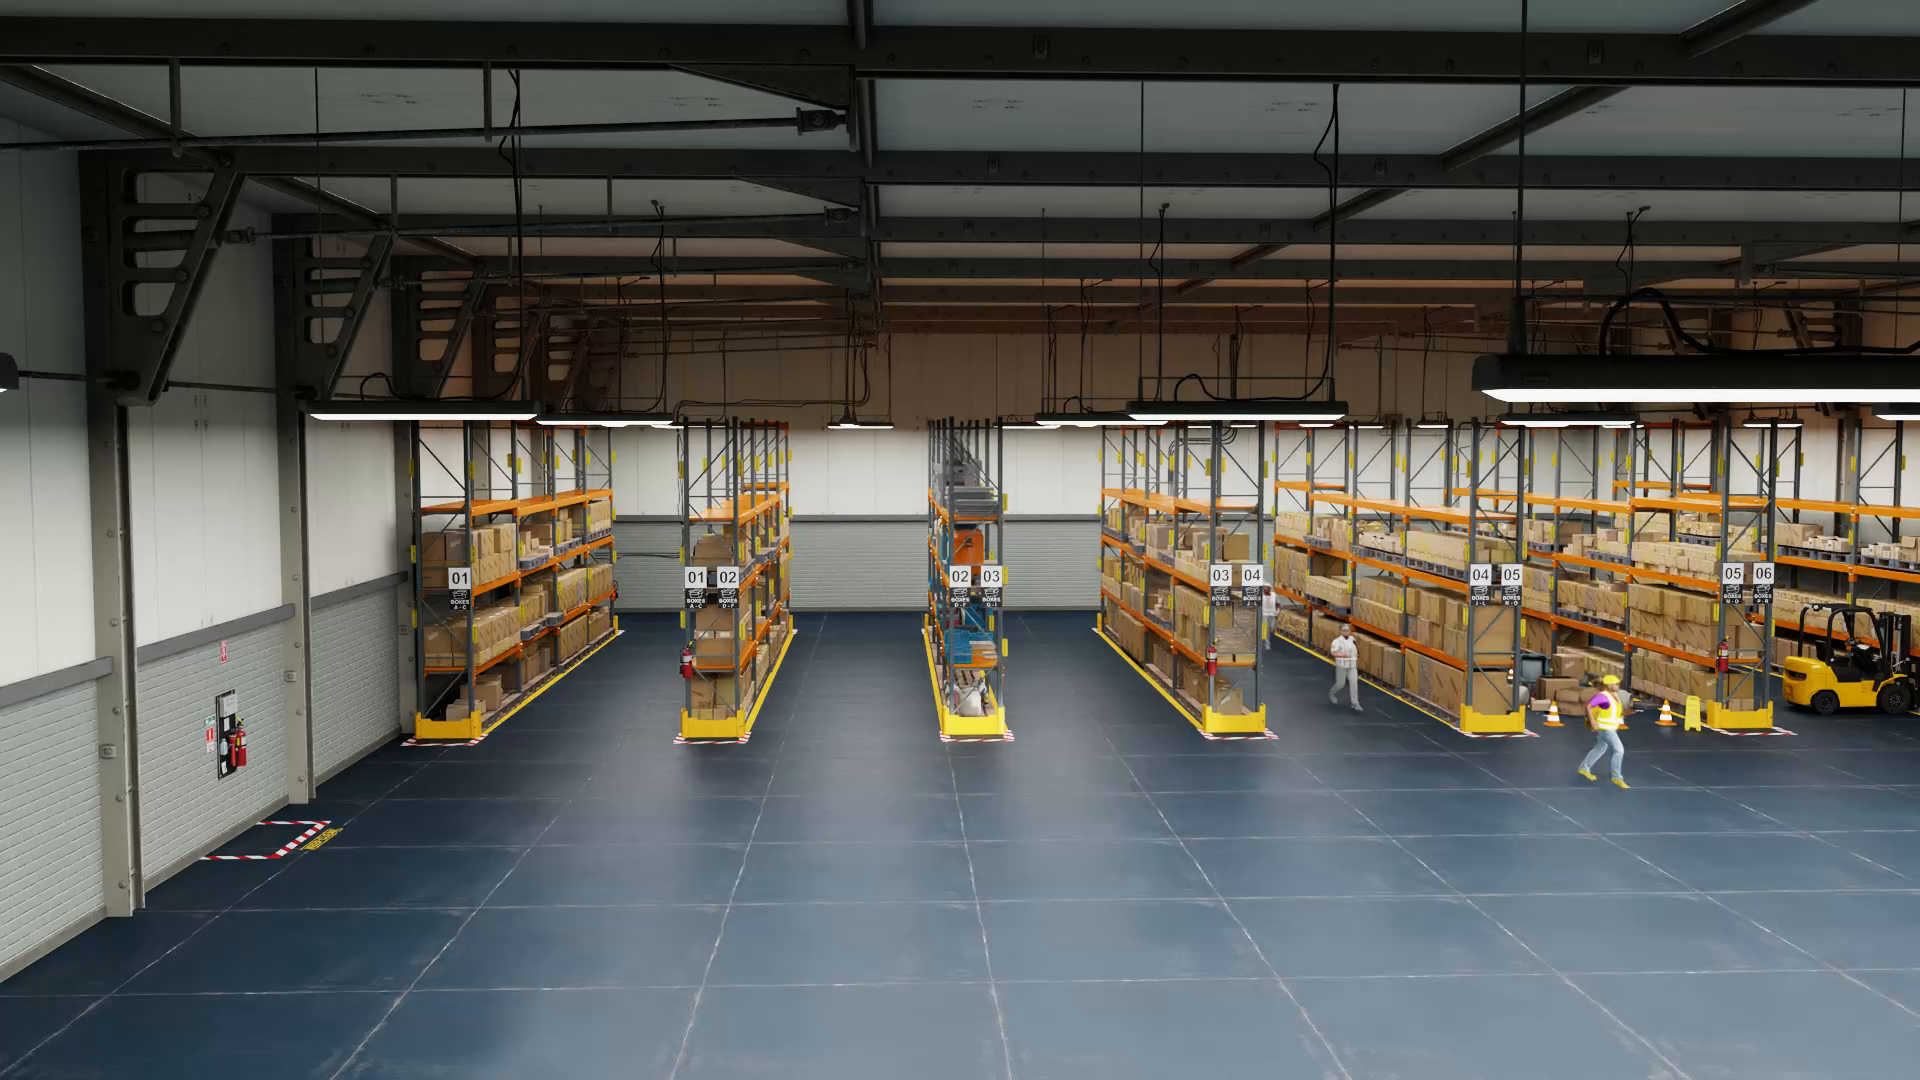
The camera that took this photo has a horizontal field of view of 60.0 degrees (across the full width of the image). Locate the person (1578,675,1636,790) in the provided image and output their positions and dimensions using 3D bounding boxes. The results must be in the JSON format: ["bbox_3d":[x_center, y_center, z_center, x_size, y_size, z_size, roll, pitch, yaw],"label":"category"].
[{"bbox_3d":[10.434,3.079,26.843,0.875,1.821,0.677,2,4,32],"label":"person"}]

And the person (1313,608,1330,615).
[{"bbox_3d":[10.520,1.643,49.198,0.884,1.743,0.719,-1,4,-21],"label":"person"}]

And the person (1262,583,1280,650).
[{"bbox_3d":[8.115,1.997,43.848,0.675,1.758,0.664,0,4,1],"label":"person"}]

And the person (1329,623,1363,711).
[{"bbox_3d":[7.971,2.583,34.252,0.676,1.743,1.074,-1,4,-14],"label":"person"}]
